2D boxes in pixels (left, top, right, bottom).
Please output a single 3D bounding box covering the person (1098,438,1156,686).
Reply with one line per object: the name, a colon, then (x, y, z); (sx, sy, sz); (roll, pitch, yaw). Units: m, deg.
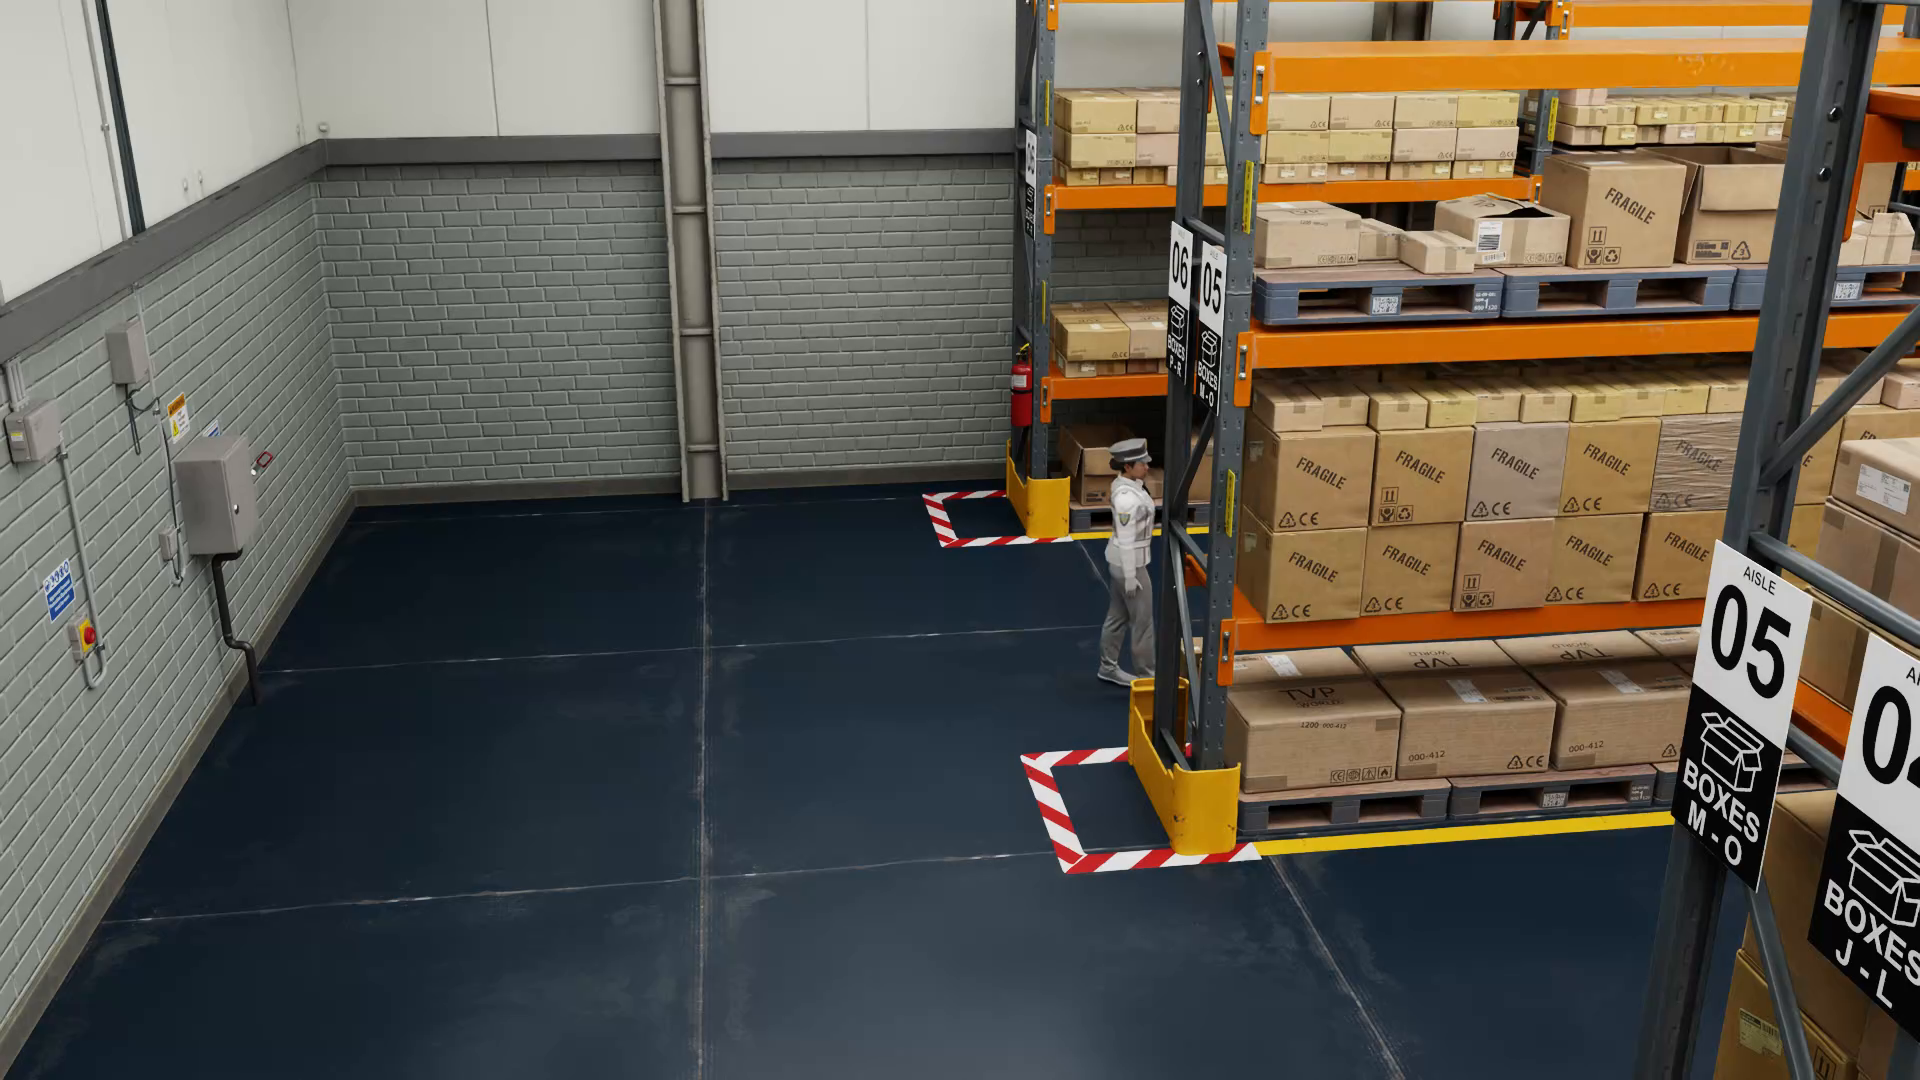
person: (1.183, 0.161, 10.600); (0.544, 1.677, 0.487); (1, 20, 3)
